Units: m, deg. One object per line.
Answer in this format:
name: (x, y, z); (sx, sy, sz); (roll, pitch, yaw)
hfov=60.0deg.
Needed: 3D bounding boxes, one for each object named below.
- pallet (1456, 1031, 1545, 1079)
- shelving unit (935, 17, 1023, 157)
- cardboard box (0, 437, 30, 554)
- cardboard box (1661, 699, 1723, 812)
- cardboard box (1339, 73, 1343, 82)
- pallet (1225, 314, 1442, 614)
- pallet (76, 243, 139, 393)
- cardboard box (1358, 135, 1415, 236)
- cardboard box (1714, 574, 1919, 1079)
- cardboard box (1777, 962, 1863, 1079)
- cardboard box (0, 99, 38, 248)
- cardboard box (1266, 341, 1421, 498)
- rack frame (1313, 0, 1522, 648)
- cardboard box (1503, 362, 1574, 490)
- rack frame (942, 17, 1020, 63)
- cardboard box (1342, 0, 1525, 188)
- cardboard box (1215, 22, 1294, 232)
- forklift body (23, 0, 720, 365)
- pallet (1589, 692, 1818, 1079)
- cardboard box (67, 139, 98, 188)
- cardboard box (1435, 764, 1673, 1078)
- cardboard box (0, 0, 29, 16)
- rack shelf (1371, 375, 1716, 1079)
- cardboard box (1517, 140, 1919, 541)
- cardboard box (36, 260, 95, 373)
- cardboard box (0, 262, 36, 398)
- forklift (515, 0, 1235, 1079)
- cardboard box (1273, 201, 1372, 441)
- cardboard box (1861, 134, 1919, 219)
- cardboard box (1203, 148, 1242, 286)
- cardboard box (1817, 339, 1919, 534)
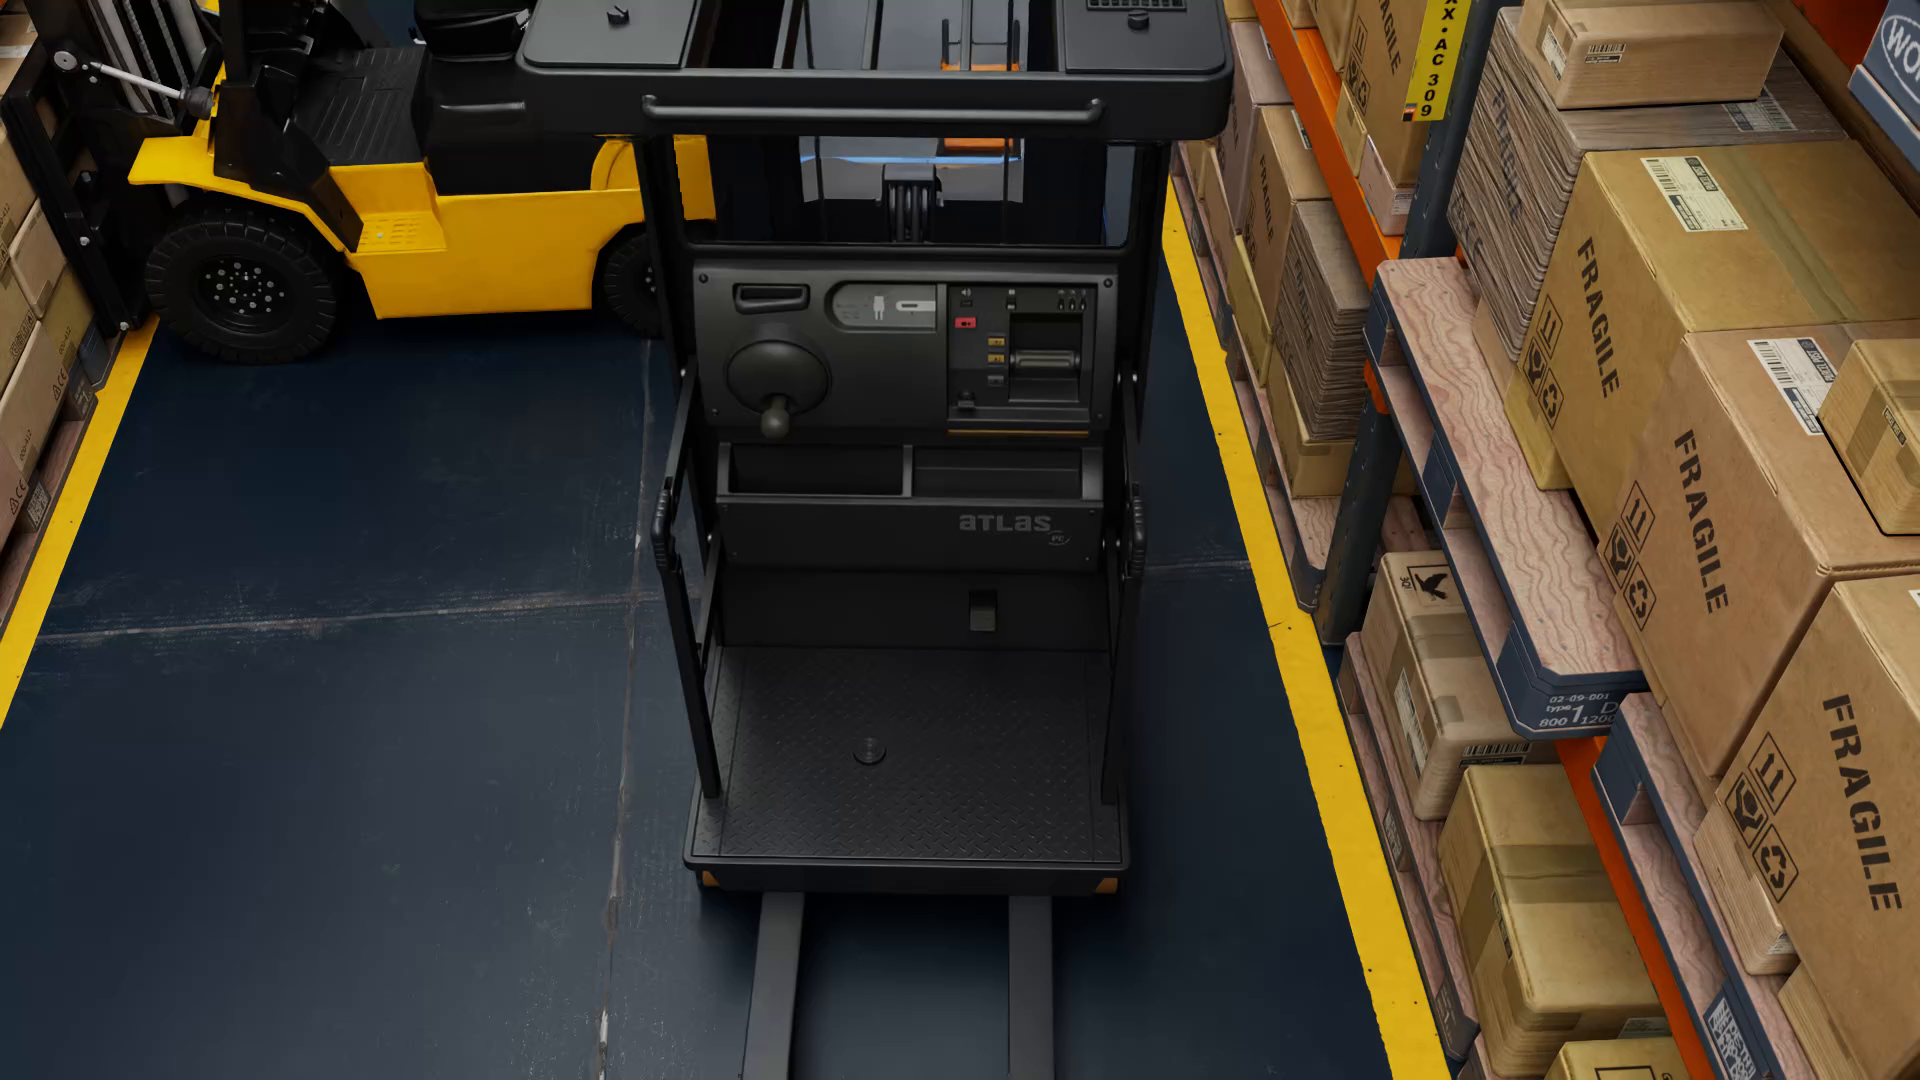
pallet: (1.742, 1.621, 3.570); (1.003, 0.211, 1.213); (-3, 47, -3)
shelving unit: (0.060, -1.015, 5.385); (0.258, 1.200, 0.503); (1, 47, 1)
cardboard box: (-3.086, -0.051, 4.837); (0.500, 0.250, 0.500); (-3, 47, -3)
cardboard box: (1.413, 0.324, 2.761); (0.380, 0.149, 0.250); (-3, 47, -3)
cardboard box: (1.268, -1.287, 4.576); (0.380, 0.149, 0.250); (-3, 47, -3)
pallet: (1.479, -0.311, 5.399); (1.003, 0.211, 1.213); (-3, 47, -3)
pallet: (-3.505, -0.985, 6.038); (1.003, 0.211, 1.213); (-3, 47, -3)
cardboard box: (1.240, -0.914, 4.222); (0.380, 0.149, 0.250); (-4, 47, -4)
cardboard box: (1.448, 0.381, 2.260); (0.500, 0.500, 0.500); (-5, 47, -5)
cardboard box: (1.435, 0.711, 2.395); (0.380, 0.149, 0.250); (-5, 47, -5)
cardboard box: (-3.189, -1.123, 5.164); (0.500, 0.250, 0.500); (-2, 47, -2)
cardboard box: (1.253, -0.396, 5.164); (0.500, 0.250, 0.500); (-2, 47, -1)
rack frame: (1.571, -0.786, 3.928); (1.000, 3.000, 0.127); (-3, 47, -3)
cardboard box: (1.314, -0.244, 3.299); (0.380, 0.149, 0.250); (-3, 47, -2)
rack frame: (0.065, -1.192, 5.553); (0.240, 1.200, 0.015); (1, 47, 1)
cardboard box: (1.286, -1.229, 4.074); (0.500, 0.500, 0.500); (-5, 47, -4)
cardboard box: (1.165, -1.392, 5.590); (0.500, 0.500, 0.500); (-1, 47, -1)
forklift body: (-1.734, -1.823, 5.495); (2.313, 2.155, 1.214); (-3, 47, -3)
pallet: (1.699, 0.744, 2.611); (1.003, 0.211, 1.213); (-3, 47, -3)
cardboard box: (-3.224, -1.315, 5.690); (0.500, 0.250, 0.500); (-4, 47, -3)
cardboard box: (1.681, 0.872, 3.878); (0.950, 0.372, 0.625); (-1, 47, -1)
cardboard box: (-3.260, -1.871, 5.872); (0.500, 0.250, 0.500); (-3, 47, -3)
rack shelf: (1.738, 0.908, 2.819); (1.077, 0.370, 4.000); (-3, 47, -3)
cardboard box: (1.367, -0.348, 2.951); (0.500, 0.500, 0.500); (-3, 47, -3)
cardboard box: (-3.202, -0.788, 5.535); (0.500, 0.250, 0.500); (-3, 47, -3)
cardboard box: (-3.152, -0.585, 4.999); (0.500, 0.250, 0.500); (-4, 47, -4)
forklift: (-0.121, -0.321, 3.535); (1.130, 2.935, 3.031); (1, 47, 1)
cardboard box: (1.254, -0.655, 4.892); (0.500, 0.500, 0.500); (-4, 47, -4)
cardboard box: (1.881, -0.388, 2.989); (0.500, 0.500, 0.500); (-3, 47, -3)
cardboard box: (1.161, -1.149, 5.877); (0.500, 0.250, 0.500); (-3, 47, -3)
cardboard box: (1.451, -0.149, 2.315); (0.380, 0.149, 0.250); (-1, 47, -1)
